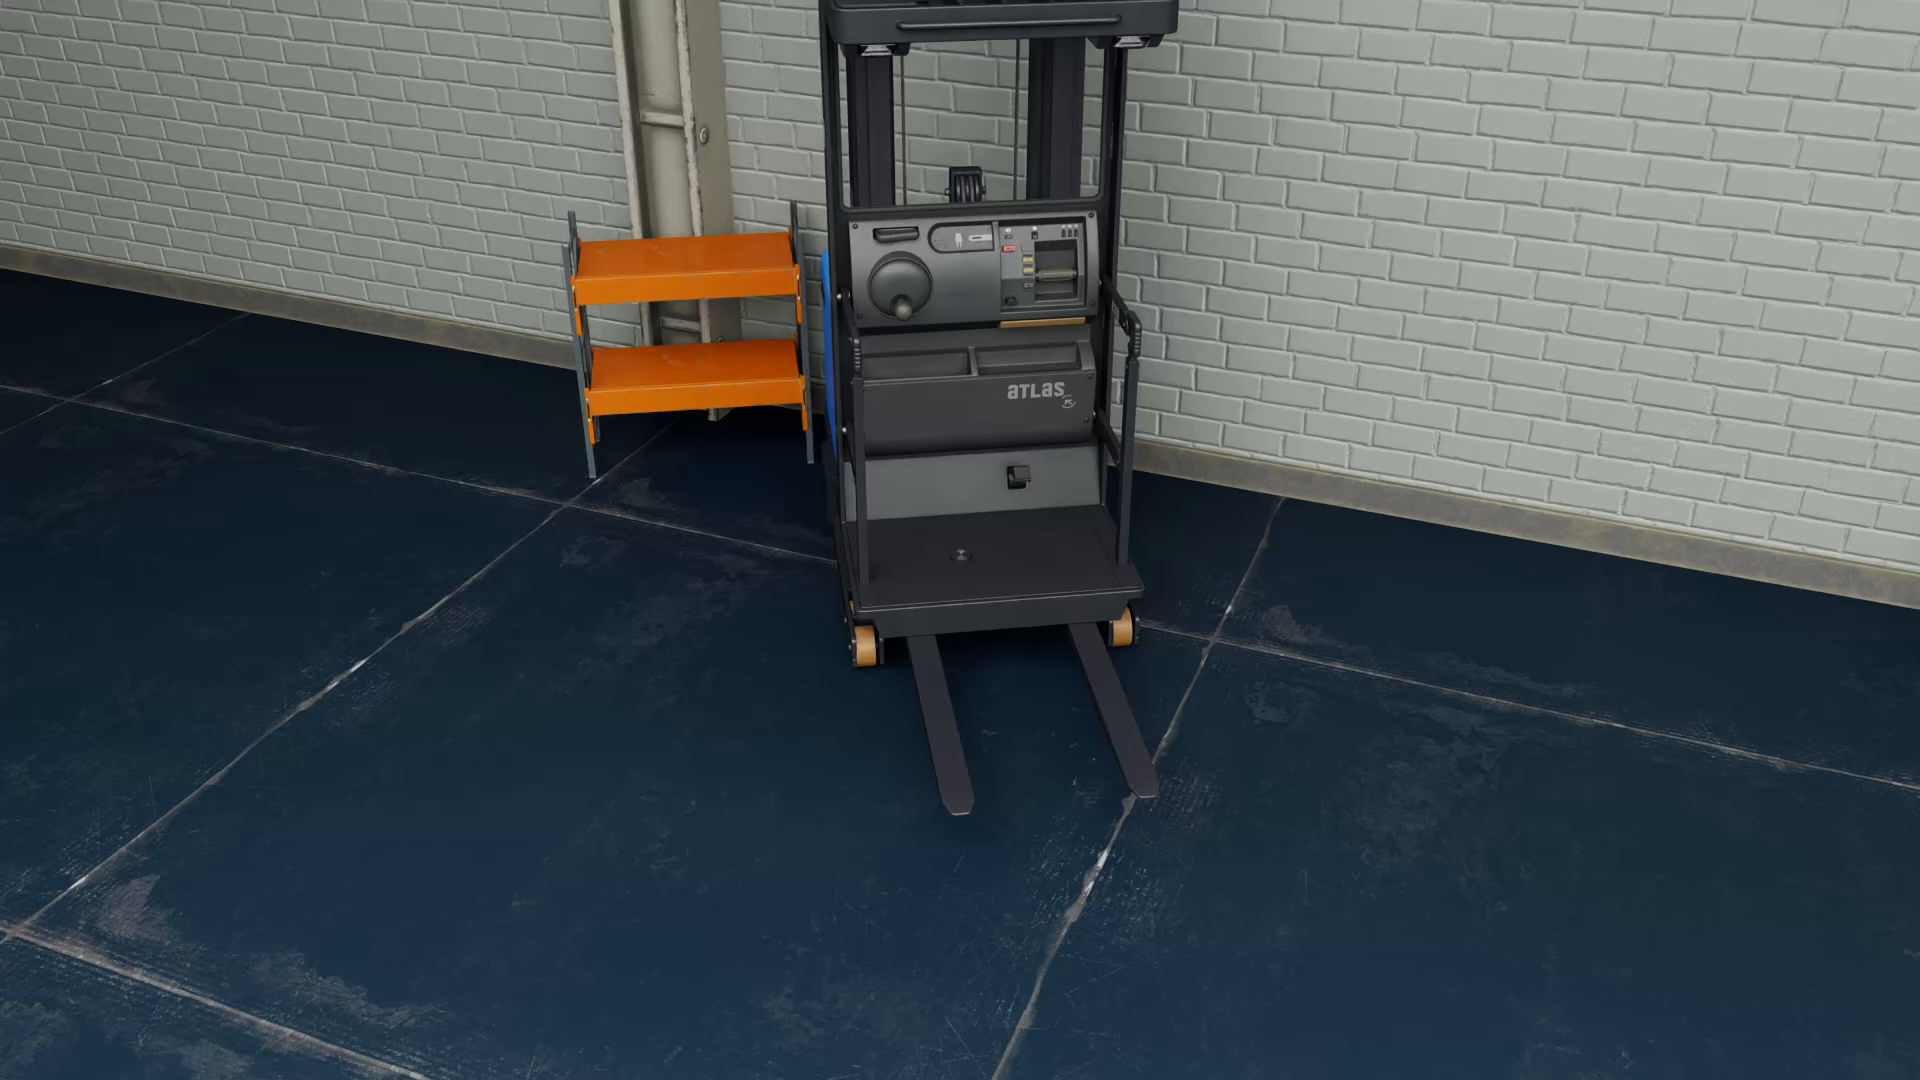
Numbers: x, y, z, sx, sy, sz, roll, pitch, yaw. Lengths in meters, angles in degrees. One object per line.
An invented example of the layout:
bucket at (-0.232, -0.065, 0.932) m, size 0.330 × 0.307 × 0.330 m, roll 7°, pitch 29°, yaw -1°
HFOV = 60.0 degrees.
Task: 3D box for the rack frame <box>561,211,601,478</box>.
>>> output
rack frame at (-1.749, -0.901, 7.700) m, size 0.032 × 1.125 × 0.500 m, roll -4°, pitch 30°, yaw -7°

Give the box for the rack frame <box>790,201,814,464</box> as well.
rack frame at (-0.743, -0.974, 7.829) m, size 0.032 × 1.125 × 0.500 m, roll -4°, pitch 30°, yaw -7°

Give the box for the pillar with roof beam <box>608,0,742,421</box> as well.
pillar with roof beam at (-2.956, -2.654, 2.800) m, size 0.400 × 9.000 × 9.100 m, roll 11°, pitch 31°, yaw 19°

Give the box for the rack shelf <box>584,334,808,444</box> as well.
rack shelf at (-1.246, -0.724, 7.885) m, size 1.000 × 0.278 × 0.538 m, roll -4°, pitch 30°, yaw -7°

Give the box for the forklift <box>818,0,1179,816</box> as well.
forklift at (0.089, -0.973, 5.992) m, size 1.130 × 2.935 × 3.031 m, roll -4°, pitch 30°, yaw -7°

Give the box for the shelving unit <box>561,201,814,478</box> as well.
shelving unit at (-1.246, -0.937, 7.765) m, size 1.048 × 1.125 × 0.538 m, roll -4°, pitch 30°, yaw -7°

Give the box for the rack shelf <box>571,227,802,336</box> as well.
rack shelf at (-1.246, -1.192, 7.621) m, size 1.000 × 0.278 × 0.538 m, roll -4°, pitch 30°, yaw -7°
